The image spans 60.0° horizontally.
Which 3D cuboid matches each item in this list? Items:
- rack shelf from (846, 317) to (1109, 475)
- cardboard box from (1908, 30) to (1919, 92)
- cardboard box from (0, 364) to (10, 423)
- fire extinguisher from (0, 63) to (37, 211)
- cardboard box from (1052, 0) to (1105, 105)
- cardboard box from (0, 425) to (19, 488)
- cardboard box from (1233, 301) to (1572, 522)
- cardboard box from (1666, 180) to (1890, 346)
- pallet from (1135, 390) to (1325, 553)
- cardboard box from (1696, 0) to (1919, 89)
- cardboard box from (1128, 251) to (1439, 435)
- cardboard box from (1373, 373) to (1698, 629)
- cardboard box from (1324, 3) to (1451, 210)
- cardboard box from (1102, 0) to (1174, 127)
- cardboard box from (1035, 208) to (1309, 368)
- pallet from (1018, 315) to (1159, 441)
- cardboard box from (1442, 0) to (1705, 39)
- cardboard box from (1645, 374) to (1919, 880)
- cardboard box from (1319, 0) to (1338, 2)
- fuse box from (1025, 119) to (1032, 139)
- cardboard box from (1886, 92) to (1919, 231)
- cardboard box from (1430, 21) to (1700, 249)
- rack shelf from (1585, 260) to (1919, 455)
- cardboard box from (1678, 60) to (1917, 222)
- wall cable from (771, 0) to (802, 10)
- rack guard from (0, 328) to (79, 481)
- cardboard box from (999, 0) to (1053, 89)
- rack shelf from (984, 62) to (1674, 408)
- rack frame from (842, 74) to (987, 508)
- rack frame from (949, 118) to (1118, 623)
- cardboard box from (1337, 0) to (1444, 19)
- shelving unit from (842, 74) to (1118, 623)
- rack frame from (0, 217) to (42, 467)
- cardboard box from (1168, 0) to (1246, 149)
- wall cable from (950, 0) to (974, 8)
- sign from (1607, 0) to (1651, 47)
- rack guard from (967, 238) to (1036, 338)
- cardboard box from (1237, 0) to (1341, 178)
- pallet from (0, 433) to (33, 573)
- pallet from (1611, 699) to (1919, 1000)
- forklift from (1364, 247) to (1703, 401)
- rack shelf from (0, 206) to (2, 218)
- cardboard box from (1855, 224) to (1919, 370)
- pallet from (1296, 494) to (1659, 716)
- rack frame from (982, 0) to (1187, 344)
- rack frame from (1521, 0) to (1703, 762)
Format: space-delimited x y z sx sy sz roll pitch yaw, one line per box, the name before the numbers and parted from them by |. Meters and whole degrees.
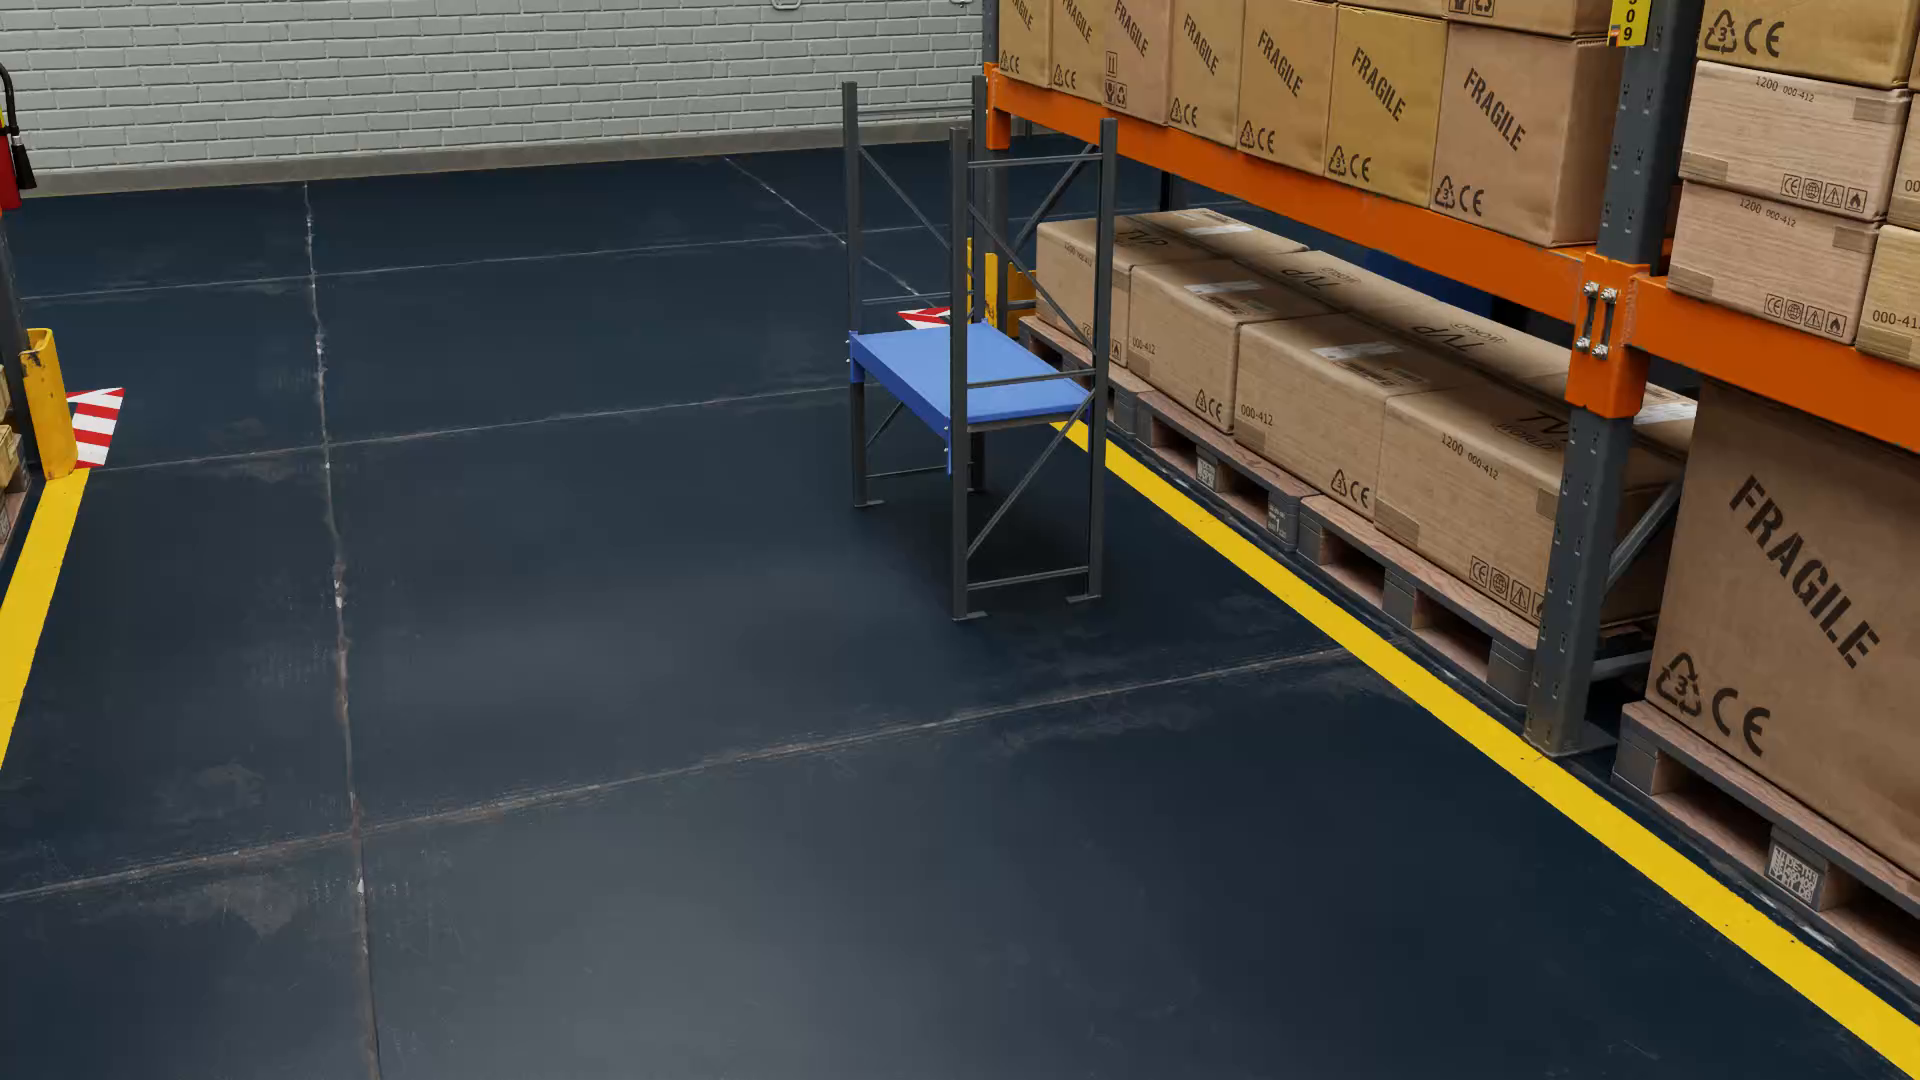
rack shelf | 0.030 -0.494 5.455 0.538 0.185 1.000 -8 24 -19
cardboard box | 2.091 -1.017 2.885 0.500 0.500 0.500 -8 24 -19
cardboard box | -3.556 -0.493 5.804 0.380 0.149 0.250 -9 24 -20
fire extinguisher | -3.666 -1.576 6.206 0.296 0.674 0.183 -8 24 -19
cardboard box | 0.692 -1.997 6.496 0.500 0.500 0.500 -9 24 -20
cardboard box | -3.443 -0.266 5.649 0.380 0.149 0.250 -8 24 -17
cardboard box | 1.561 -0.472 5.765 0.875 0.438 0.875 -9 25 -21
cardboard box | 1.908 -0.626 3.565 0.500 0.250 0.500 -9 24 -20
pallet | 1.369 -0.337 6.278 1.003 0.211 1.213 -8 24 -19
cardboard box | 1.886 -1.198 3.315 0.500 0.500 0.500 -8 24 -18
cardboard box | 1.244 -0.800 6.543 0.875 0.438 0.875 -8 24 -18
cardboard box | 1.878 -0.147 4.994 0.875 0.438 0.875 -9 24 -20
cardboard box | 1.409 -1.257 4.740 0.500 0.500 0.500 -9 24 -20
cardboard box | 0.855 -1.809 6.052 0.500 0.500 0.500 -8 24 -19
cardboard box | 0.913 -1.131 7.329 0.875 0.438 0.875 -9 25 -21
pallet | 0.942 -0.779 7.328 1.003 0.211 1.213 -8 24 -19
cardboard box | 1.574 -1.531 4.105 0.500 0.500 0.500 -9 24 -19
cardboard box | 2.293 0.109 3.824 0.875 0.875 0.875 -8 24 -17
cardboard box | 1.214 -1.900 4.981 0.500 0.500 0.500 -8 24 -18
fuse box | 0.589 -4.031 13.111 0.539 1.711 0.414 -8 24 -19
cardboard box | 2.101 -0.668 3.022 0.500 0.250 0.500 -8 24 -18
cardboard box | 1.596 -1.070 4.299 0.500 0.500 0.500 -8 24 -19
rack shelf | 2.706 0.167 2.417 1.077 0.370 4.000 -8 24 -19
cardboard box | 1.891 -0.854 3.462 0.500 0.250 0.500 -9 24 -21
wall cable | -1.428 -4.872 12.100 0.585 1.953 0.123 -8 24 -19
rack guard | -3.982 -0.449 6.171 1.175 0.500 0.348 -8 24 -19
cardboard box | 0.487 -2.176 6.923 0.500 0.500 0.500 -9 24 -19
rack shelf | 1.293 -1.286 5.865 1.077 0.370 4.000 -8 24 -19
rack frame | -0.149 -0.845 5.823 0.500 1.500 0.032 -8 24 -19
rack frame | 0.210 -0.475 4.947 0.500 1.500 0.032 -8 24 -19
cardboard box | 1.402 -1.717 4.545 0.500 0.500 0.500 -9 24 -20
shelving unit | 0.030 -0.660 5.385 0.538 1.500 1.048 -8 24 -19
rack frame | -4.009 -1.628 5.751 1.000 3.000 0.127 -8 24 -19
cardboard box | 1.047 -1.630 5.625 0.500 0.500 0.500 -8 24 -17
wall cable | -0.105 -5.057 12.578 0.588 1.984 0.122 -8 24 -19
sign | 1.480 -1.250 3.636 0.100 0.325 0.005 -8 24 -19
rack guard | 0.578 -1.201 7.956 1.175 0.500 0.348 -8 24 -19
cardboard box | 1.218 -1.437 5.169 0.500 0.500 0.500 -9 24 -20
pallet | -3.728 -0.016 5.515 1.003 0.211 1.213 -8 24 -19
pallet | 2.342 0.664 3.902 1.003 0.211 1.213 -8 24 -19
forklift | 2.834 -1.804 6.256 1.130 2.935 3.031 -8 24 -17
rack shelf | -3.303 -0.570 4.167 1.077 0.370 4.000 -8 24 -19
cardboard box | 2.092 -0.438 3.120 0.500 0.250 0.500 -9 24 -20
pallet | 1.804 0.107 5.224 1.003 0.211 1.213 -8 24 -19
rack frame | 0.586 -2.344 7.450 1.000 3.000 0.127 -8 24 -19
rack frame | 1.999 -0.891 4.001 1.000 3.000 0.127 -8 24 -19
